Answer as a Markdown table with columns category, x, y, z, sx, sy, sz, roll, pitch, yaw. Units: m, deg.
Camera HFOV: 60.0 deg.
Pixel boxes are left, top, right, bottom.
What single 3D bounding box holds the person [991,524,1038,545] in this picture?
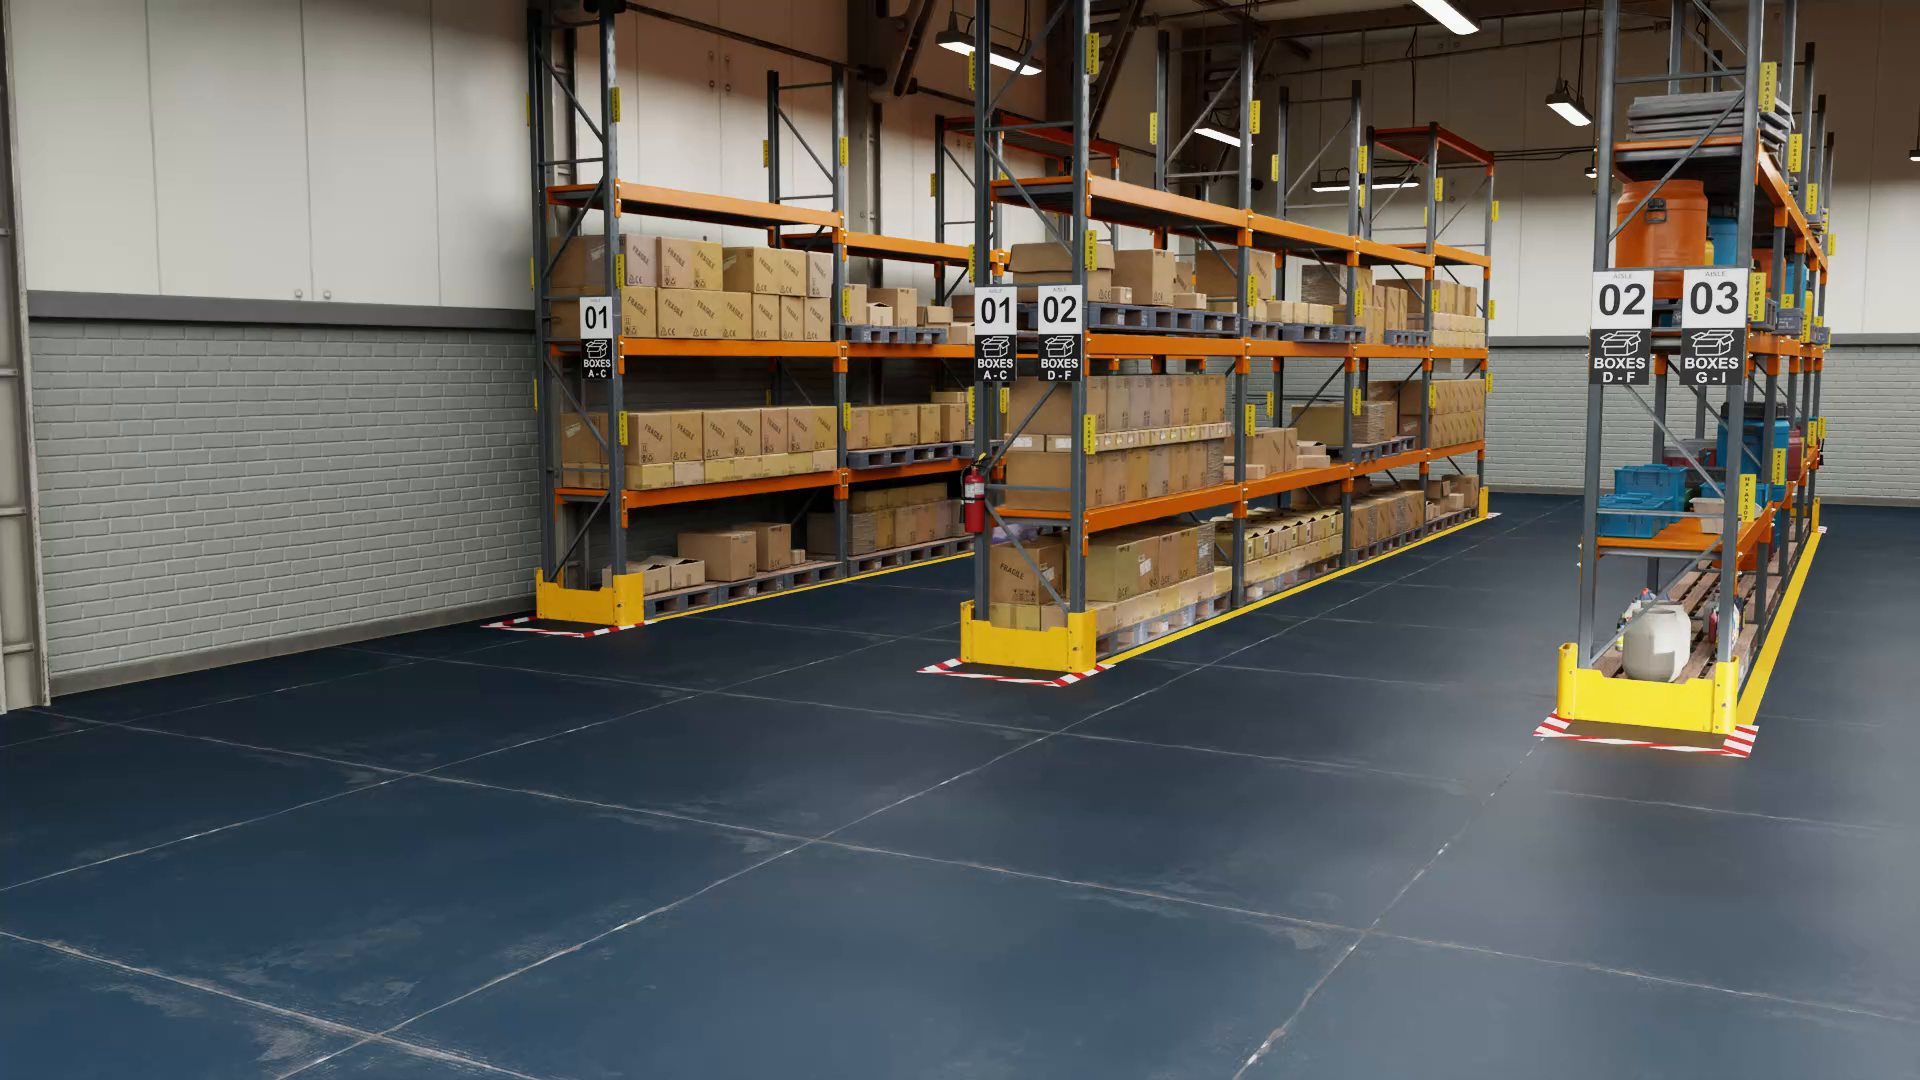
| category | x | y | z | sx | sy | sz | roll | pitch | yaw |
| --- | --- | --- | --- | --- | --- | --- | --- | --- | --- |
| person | 0.517 | 0.164 | 17.331 | 0.535 | 1.141 | 0.762 | 3 | 7 | 29 |
